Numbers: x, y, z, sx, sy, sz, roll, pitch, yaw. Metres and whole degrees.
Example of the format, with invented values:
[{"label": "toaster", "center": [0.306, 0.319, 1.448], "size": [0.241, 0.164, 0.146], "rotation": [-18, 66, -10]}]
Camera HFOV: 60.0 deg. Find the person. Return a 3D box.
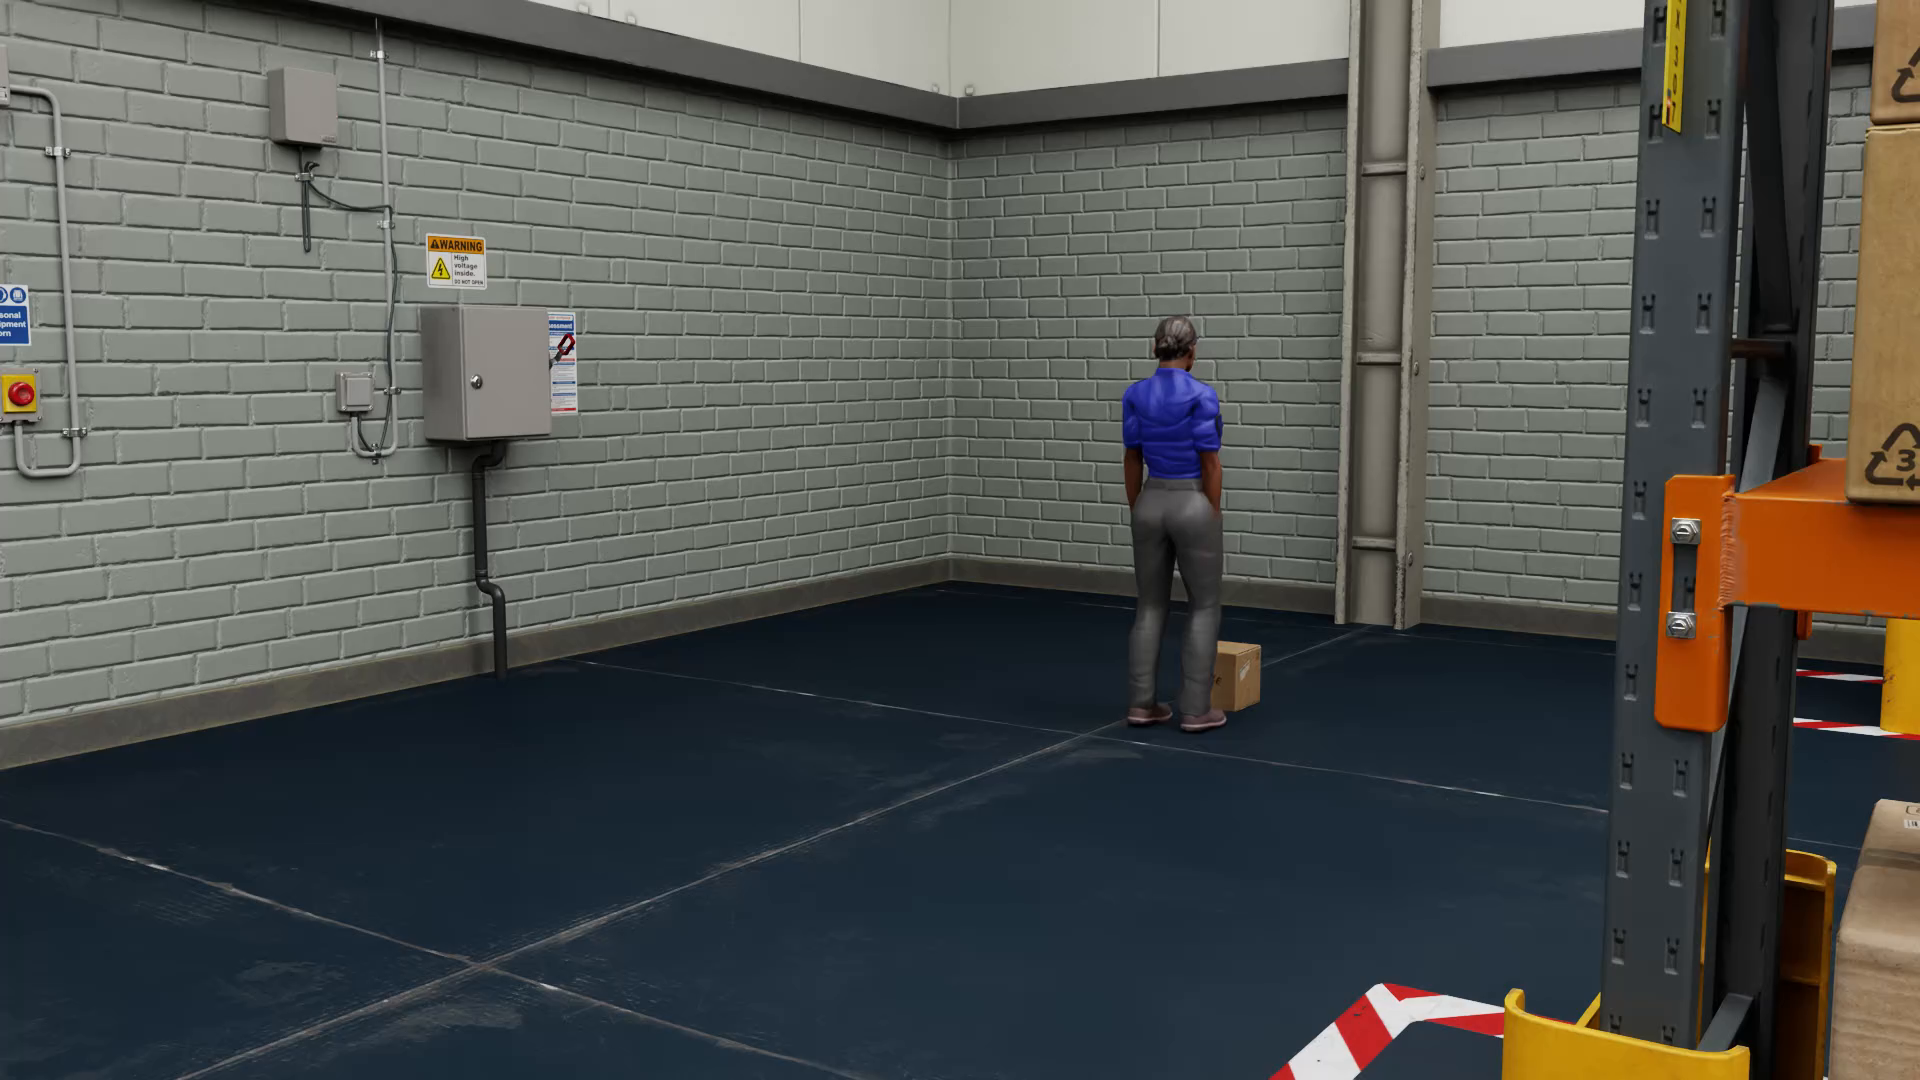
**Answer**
[{"label": "person", "center": [0.859, -0.068, 6.691], "size": [0.439, 1.653, 0.308], "rotation": [4, 8, 35]}]
